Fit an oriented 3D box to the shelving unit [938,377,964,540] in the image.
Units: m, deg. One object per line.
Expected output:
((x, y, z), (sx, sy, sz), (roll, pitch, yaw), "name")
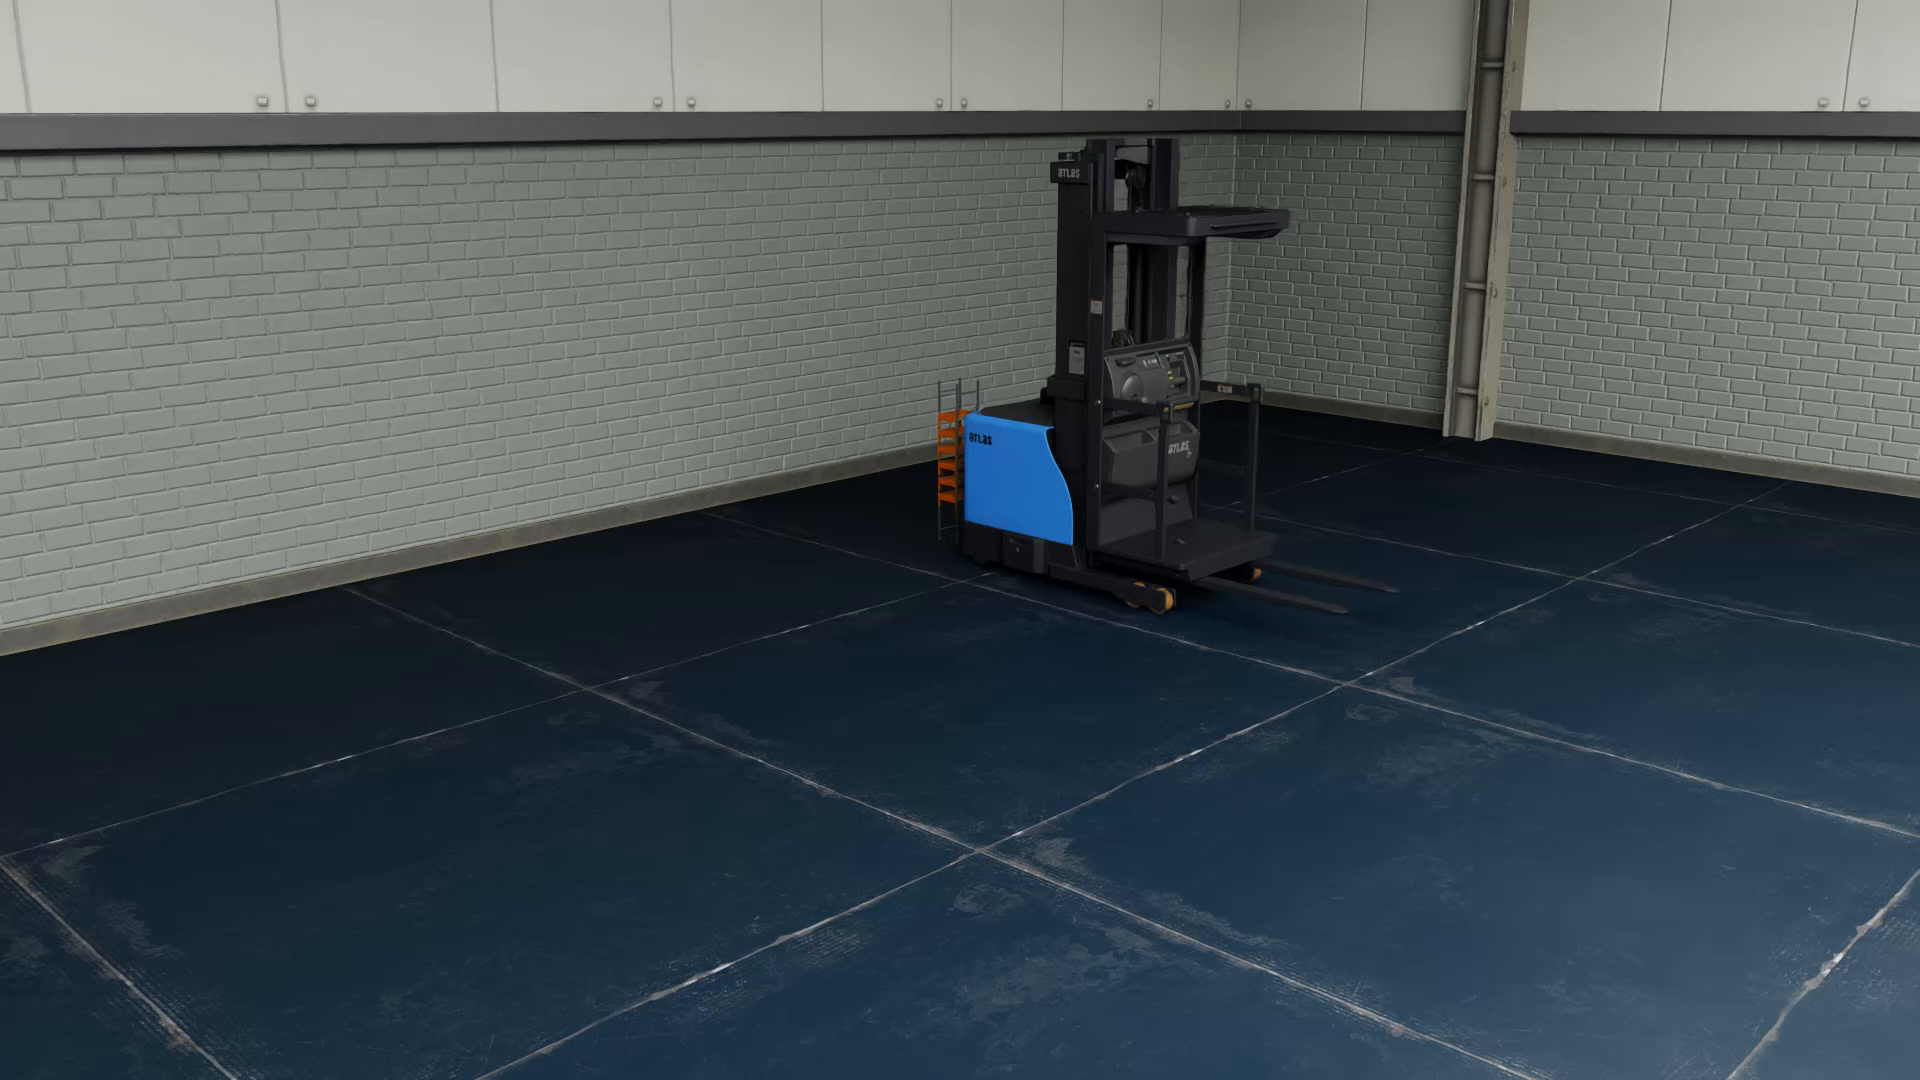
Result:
((-0.012, -0.584, 12.292), (0.184, 1.200, 0.258), (14, 20, 42), "shelving unit")

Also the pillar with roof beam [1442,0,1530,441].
((2.004, -4.593, 12.211), (0.400, 9.000, 9.100), (14, 20, 42), "pillar with roof beam")

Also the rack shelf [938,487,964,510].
((-0.010, -0.308, 12.362), (0.180, 0.103, 0.258), (14, 20, 42), "rack shelf")

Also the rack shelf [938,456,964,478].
((-0.010, -0.540, 12.302), (0.180, 0.103, 0.258), (14, 20, 42), "rack shelf")

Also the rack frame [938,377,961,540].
((-0.076, -0.599, 12.352), (0.006, 1.200, 0.240), (14, 20, 42), "rack frame")

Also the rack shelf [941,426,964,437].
((-0.010, -0.799, 12.234), (0.171, 0.034, 0.221), (14, 20, 42), "rack shelf")

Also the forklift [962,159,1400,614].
((1.423, -1.031, 10.840), (3.031, 2.797, 1.129), (14, 20, 42), "forklift")

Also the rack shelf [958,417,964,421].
((-0.010, -0.908, 12.206), (0.166, 0.020, 0.199), (14, 20, 42), "rack shelf")

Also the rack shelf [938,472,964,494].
((-0.010, -0.424, 12.332), (0.180, 0.103, 0.258), (14, 20, 42), "rack shelf")

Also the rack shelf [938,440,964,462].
((-0.010, -0.656, 12.271), (0.180, 0.103, 0.258), (14, 20, 42), "rack shelf")
